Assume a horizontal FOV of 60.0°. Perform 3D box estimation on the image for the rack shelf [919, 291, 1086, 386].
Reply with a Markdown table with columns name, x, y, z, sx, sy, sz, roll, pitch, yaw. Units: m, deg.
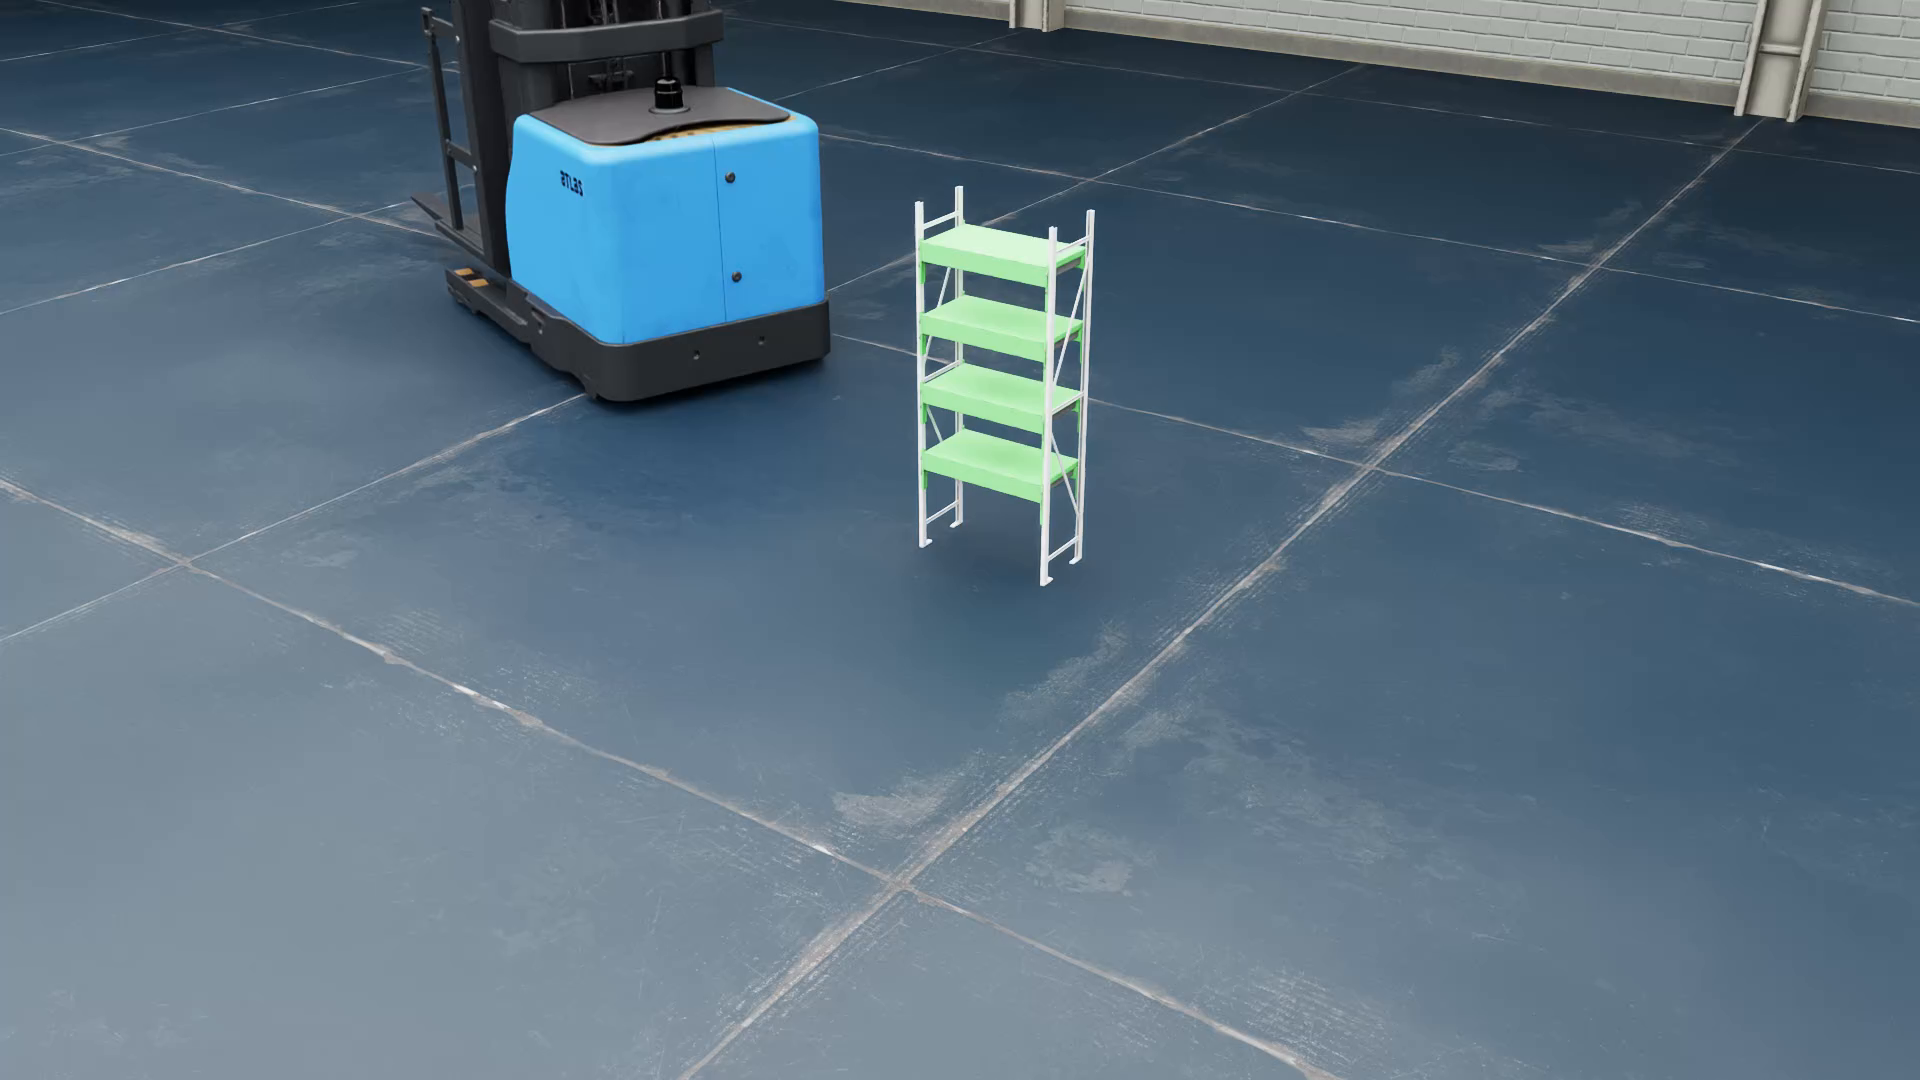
| name | x | y | z | sx | sy | sz | roll | pitch | yaw |
| --- | --- | --- | --- | --- | --- | --- | --- | --- | --- |
| rack shelf | 0.136 | -0.649 | 5.314 | 0.480 | 0.148 | 0.258 | 17 | 32 | 30 |

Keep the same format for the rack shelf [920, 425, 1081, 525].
| name | x | y | z | sx | sy | sz | roll | pitch | yaw |
| --- | --- | --- | --- | --- | --- | --- | --- | --- | --- |
| rack shelf | 0.136 | -0.221 | 5.532 | 0.480 | 0.148 | 0.258 | 17 | 32 | 30 |

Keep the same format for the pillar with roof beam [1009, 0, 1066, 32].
| name | x | y | z | sx | sy | sz | roll | pitch | yaw |
| --- | --- | --- | --- | --- | --- | --- | --- | --- | --- |
| pillar with roof beam | -1.759 | -6.902 | 9.390 | 0.400 | 9.000 | 9.100 | 17 | 32 | 30 |

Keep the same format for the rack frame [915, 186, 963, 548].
| name | x | y | z | sx | sy | sz | roll | pitch | yaw |
| --- | --- | --- | --- | --- | --- | --- | --- | --- | --- |
| rack frame | -0.065 | -0.555 | 5.517 | 0.015 | 1.200 | 0.240 | 17 | 32 | 30 |

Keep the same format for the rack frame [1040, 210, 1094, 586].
| name | x | y | z | sx | sy | sz | roll | pitch | yaw |
| --- | --- | --- | --- | --- | --- | --- | --- | --- | --- |
| rack frame | 0.338 | -0.430 | 5.271 | 0.015 | 1.200 | 0.240 | 17 | 32 | 30 |

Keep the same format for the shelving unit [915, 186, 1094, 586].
| name | x | y | z | sx | sy | sz | roll | pitch | yaw |
| --- | --- | --- | --- | --- | --- | --- | --- | --- | --- |
| shelving unit | 0.136 | -0.492 | 5.394 | 0.503 | 1.200 | 0.258 | 17 | 32 | 30 |

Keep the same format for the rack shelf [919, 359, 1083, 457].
| name | x | y | z | sx | sy | sz | roll | pitch | yaw |
| --- | --- | --- | --- | --- | --- | --- | --- | --- | --- |
| rack shelf | 0.136 | -0.435 | 5.423 | 0.480 | 0.148 | 0.258 | 17 | 32 | 30 |

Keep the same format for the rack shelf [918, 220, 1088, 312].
| name | x | y | z | sx | sy | sz | roll | pitch | yaw |
| --- | --- | --- | --- | --- | --- | --- | --- | --- | --- |
| rack shelf | 0.136 | -0.863 | 5.206 | 0.480 | 0.148 | 0.258 | 17 | 32 | 30 |

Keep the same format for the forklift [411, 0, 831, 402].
| name | x | y | z | sx | sy | sz | roll | pitch | yaw |
| --- | --- | --- | --- | --- | --- | --- | --- | --- | --- |
| forklift | -1.807 | -2.480 | 7.391 | 1.130 | 2.935 | 3.031 | -17 | 32 | -30 |

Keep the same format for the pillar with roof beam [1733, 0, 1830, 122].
| name | x | y | z | sx | sy | sz | roll | pitch | yaw |
| --- | --- | --- | --- | --- | --- | --- | --- | --- | --- |
| pillar with roof beam | 3.187 | -5.361 | 6.363 | 0.400 | 9.000 | 9.100 | 17 | 32 | 30 |
